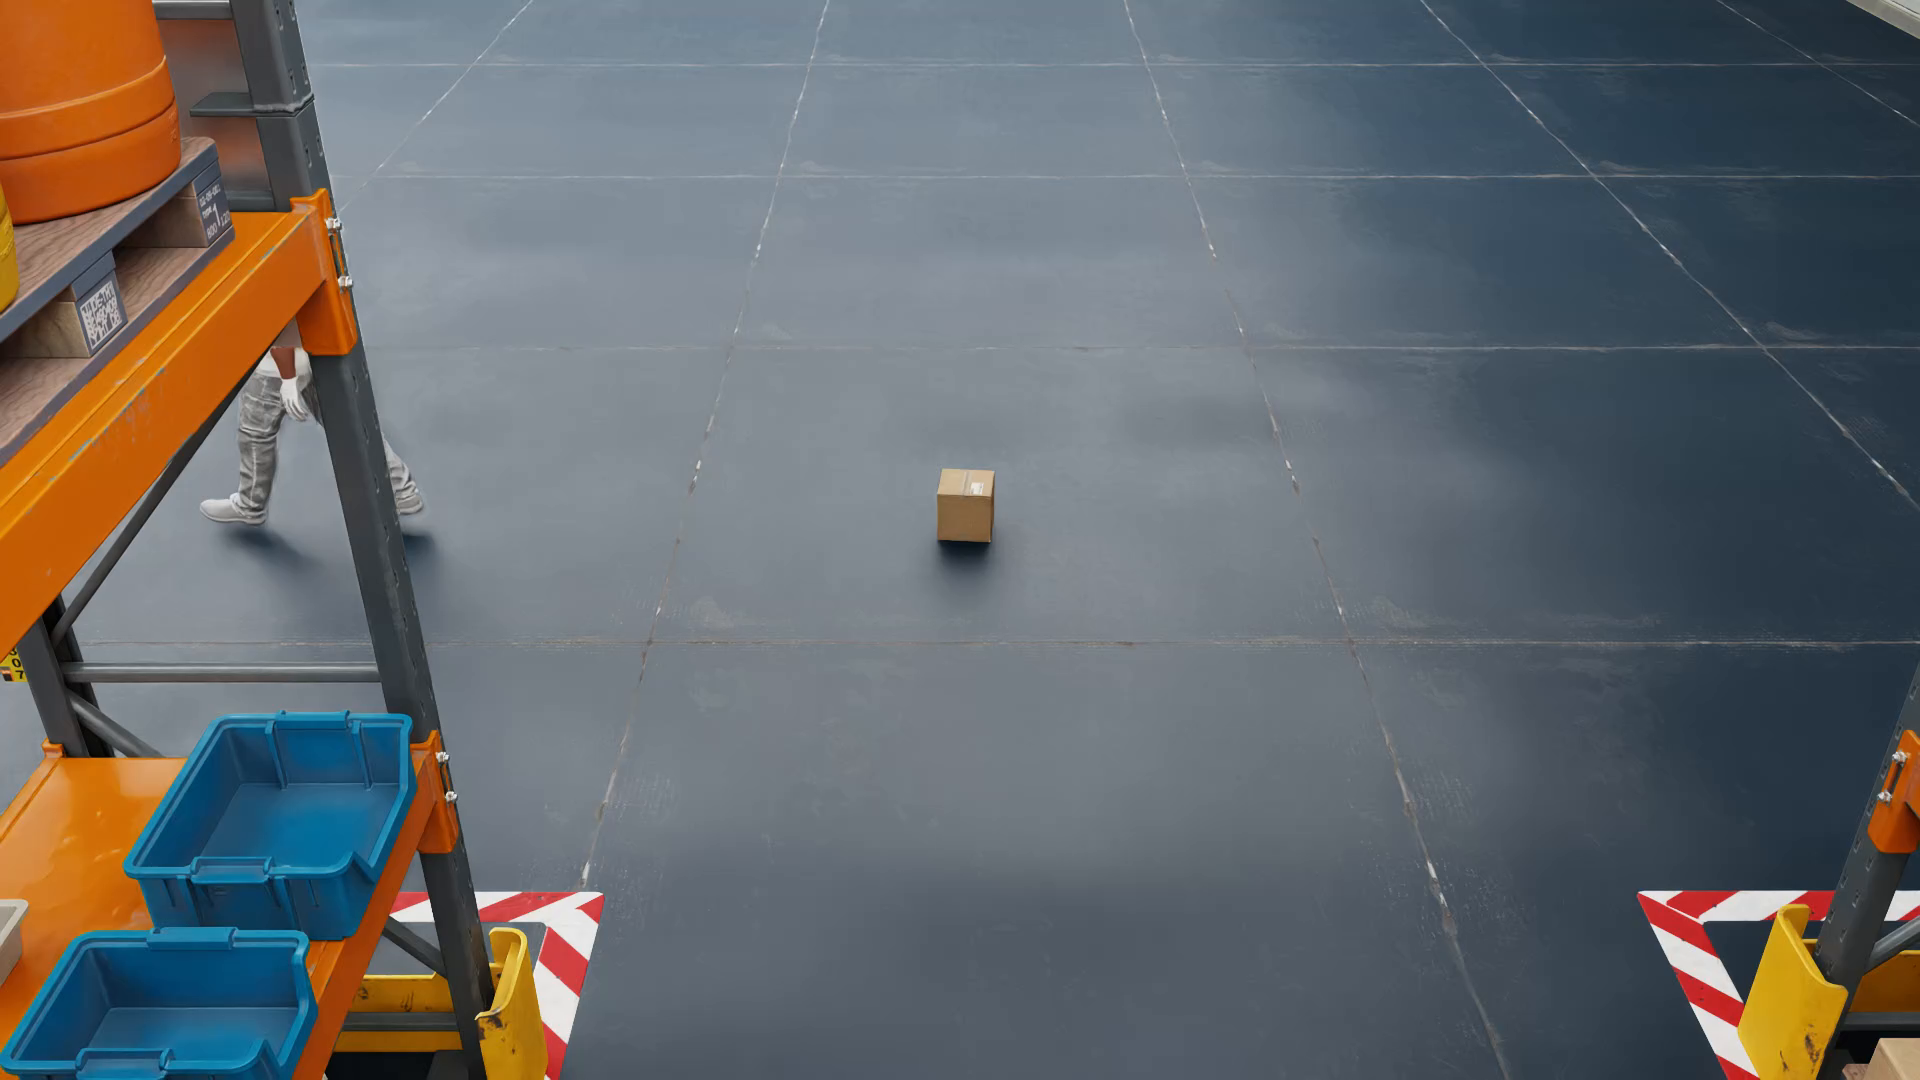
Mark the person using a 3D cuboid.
[{"bbox_3d":[-3.069,-0.850,7.520,1.054,1.740,0.604,6,32,9],"label":"person"}]
